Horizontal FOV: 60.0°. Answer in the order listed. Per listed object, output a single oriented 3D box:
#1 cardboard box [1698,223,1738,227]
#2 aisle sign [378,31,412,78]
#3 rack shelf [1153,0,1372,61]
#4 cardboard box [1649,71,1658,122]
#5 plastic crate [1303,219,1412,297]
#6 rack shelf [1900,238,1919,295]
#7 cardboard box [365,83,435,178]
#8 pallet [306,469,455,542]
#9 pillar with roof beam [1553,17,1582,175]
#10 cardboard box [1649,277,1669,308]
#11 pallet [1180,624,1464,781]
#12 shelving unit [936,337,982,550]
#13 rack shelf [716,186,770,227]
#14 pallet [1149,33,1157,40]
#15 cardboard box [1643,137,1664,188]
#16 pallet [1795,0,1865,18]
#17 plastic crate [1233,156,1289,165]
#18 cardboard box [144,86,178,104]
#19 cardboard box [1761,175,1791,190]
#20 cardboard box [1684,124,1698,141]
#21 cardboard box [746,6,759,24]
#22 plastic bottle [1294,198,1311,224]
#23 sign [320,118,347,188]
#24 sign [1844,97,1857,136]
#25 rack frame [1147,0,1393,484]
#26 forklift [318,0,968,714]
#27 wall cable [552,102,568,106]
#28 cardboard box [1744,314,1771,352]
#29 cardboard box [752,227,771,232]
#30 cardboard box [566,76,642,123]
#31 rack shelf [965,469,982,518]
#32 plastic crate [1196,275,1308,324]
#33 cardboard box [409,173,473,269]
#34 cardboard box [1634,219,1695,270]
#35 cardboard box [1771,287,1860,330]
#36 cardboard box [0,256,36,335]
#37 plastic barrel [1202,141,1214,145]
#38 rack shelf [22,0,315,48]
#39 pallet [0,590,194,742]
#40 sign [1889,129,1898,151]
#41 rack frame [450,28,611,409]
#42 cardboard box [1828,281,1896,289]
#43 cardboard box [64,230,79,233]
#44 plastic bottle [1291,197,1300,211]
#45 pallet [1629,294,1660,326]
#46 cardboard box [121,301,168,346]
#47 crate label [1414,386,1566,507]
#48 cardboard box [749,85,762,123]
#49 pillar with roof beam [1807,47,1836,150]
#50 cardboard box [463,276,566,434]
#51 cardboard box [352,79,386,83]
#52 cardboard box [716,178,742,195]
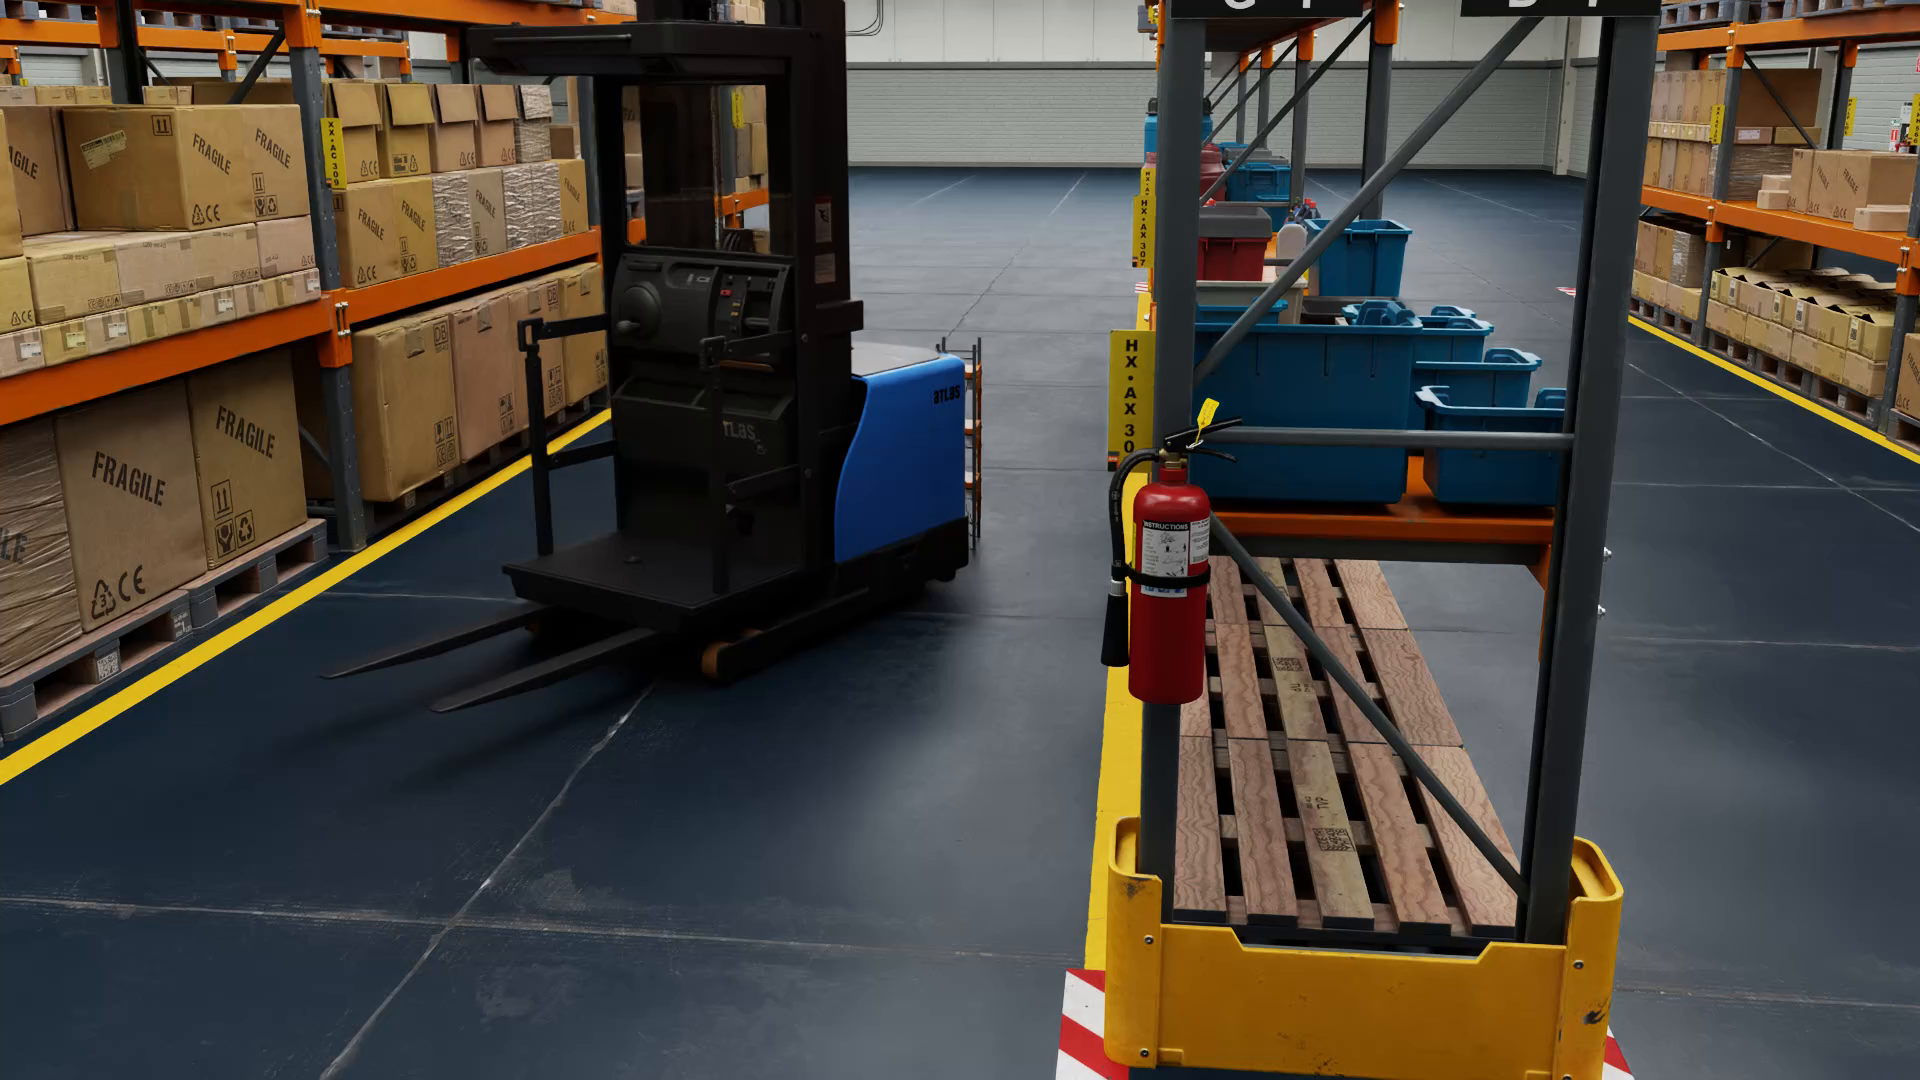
[{"bbox_3d":[7.741,-2.923,16.752,0.500,0.500,0.500,2,15,6],"label":"cardboard box"},{"bbox_3d":[-6.792,-5.953,19.949,0.394,0.787,0.004,2,15,6],"label":"aisle sign"},{"bbox_3d":[1.612,-2.877,9.187,1.077,0.370,4.000,2,15,6],"label":"rack shelf"},{"bbox_3d":[7.536,-4.627,17.349,0.700,0.500,0.500,1,15,5],"label":"cardboard box"},{"bbox_3d":[1.673,-1.148,7.076,0.392,0.384,0.575,2,15,6],"label":"plastic crate"},{"bbox_3d":[6.533,-1.282,9.035,1.077,0.370,4.000,2,15,6],"label":"rack shelf"},{"bbox_3d":[-3.382,-2.280,9.233,0.797,0.503,0.637,2,15,7],"label":"cardboard box"},{"bbox_3d":[-3.523,-0.260,9.218,1.003,0.211,1.213,2,15,6],"label":"pallet"},{"bbox_3d":[12.472,-14.675,45.692,9.100,9.000,0.400,2,15,6],"label":"pillar with roof beam"},{"bbox_3d":[7.154,-2.447,16.429,0.500,0.250,0.500,2,15,6],"label":"cardboard box"},{"bbox_3d":[1.207,0.598,6.047,1.003,0.211,1.213,2,15,6],"label":"pallet"},{"bbox_3d":[-0.006,-0.493,8.474,0.215,1.050,0.252,2,15,6],"label":"shelving unit"},{"bbox_3d":[-2.407,-3.650,17.791,1.077,0.370,4.000,2,15,6],"label":"rack shelf"},{"bbox_3d":[2.550,-5.515,17.927,1.003,0.211,1.213,2,15,6],"label":"pallet"},{"bbox_3d":[7.480,-3.886,17.094,0.700,0.500,0.500,2,15,7],"label":"cardboard box"},{"bbox_3d":[6.870,-3.974,12.227,1.003,0.211,1.213,2,15,9],"label":"pallet"},{"bbox_3d":[2.324,-2.736,12.911,0.402,0.464,0.583,2,15,6],"label":"plastic crate"},{"bbox_3d":[-7.655,-3.919,15.302,0.700,0.500,0.500,1,15,5],"label":"cardboard box"},{"bbox_3d":[7.198,-2.984,14.239,0.500,0.250,0.500,3,15,10],"label":"cardboard box"},{"bbox_3d":[7.145,-3.888,15.859,0.380,0.149,0.250,2,15,6],"label":"cardboard box"},{"bbox_3d":[-2.272,-5.101,16.319,0.500,0.250,0.500,2,15,6],"label":"cardboard box"},{"bbox_3d":[2.028,-1.817,9.731,0.144,0.351,0.185,2,15,6],"label":"plastic bottle"},{"bbox_3d":[-2.983,-1.844,7.924,0.100,0.325,0.005,2,15,6],"label":"sign"},{"bbox_3d":[7.751,-3.693,14.506,0.100,0.325,0.005,2,15,6],"label":"sign"},{"bbox_3d":[1.386,-1.258,7.566,1.000,3.000,0.127,2,15,6],"label":"rack frame"},{"bbox_3d":[-1.199,-0.991,6.712,1.130,2.935,3.031,10,18,33],"label":"forklift"},{"bbox_3d":[-12.903,-14.702,51.742,3.097,2.526,0.112,2,15,6],"label":"wall cable"},{"bbox_3d":[6.804,-1.697,13.654,0.500,0.250,0.500,1,15,5],"label":"cardboard box"},{"bbox_3d":[-2.268,-3.350,19.290,0.500,0.500,0.500,5,16,17],"label":"cardboard box"},{"bbox_3d":[-2.861,-3.769,14.899,1.000,1.000,1.000,2,15,7],"label":"cardboard box"},{"bbox_3d":[-0.006,-0.214,8.549,0.215,0.259,0.240,2,15,6],"label":"rack shelf"},{"bbox_3d":[1.031,-0.839,6.129,0.437,0.282,0.530,2,15,6],"label":"plastic crate"},{"bbox_3d":[-3.122,-1.824,9.469,0.500,0.500,0.500,1,15,5],"label":"cardboard box"},{"bbox_3d":[7.282,-3.068,17.289,0.500,0.500,0.500,2,15,6],"label":"cardboard box"},{"bbox_3d":[6.744,-1.833,13.084,0.500,0.311,0.500,2,15,8],"label":"cardboard box"},{"bbox_3d":[-3.552,-0.819,5.662,0.500,0.250,0.500,1,15,4],"label":"cardboard box"},{"bbox_3d":[1.963,-3.156,14.328,0.433,0.535,0.433,0,15,0],"label":"plastic barrel"},{"bbox_3d":[-3.761,-1.985,5.890,1.077,0.370,4.000,2,15,6],"label":"rack shelf"},{"bbox_3d":[-3.834,0.455,6.576,1.003,0.211,1.213,2,15,6],"label":"pallet"},{"bbox_3d":[14.523,-6.225,25.867,0.001,0.329,0.234,2,15,6],"label":"sign"},{"bbox_3d":[-3.084,-2.441,11.943,1.000,3.000,0.127,2,15,6],"label":"rack frame"},{"bbox_3d":[7.338,-1.954,13.530,0.500,0.311,0.500,2,15,6],"label":"cardboard box"},{"bbox_3d":[-3.909,-1.232,7.188,0.500,0.250,0.500,2,15,6],"label":"cardboard box"},{"bbox_3d":[2.216,-2.121,10.984,0.061,0.283,0.133,2,15,6],"label":"plastic bottle"},{"bbox_3d":[7.477,-2.362,16.992,1.003,0.211,1.213,2,15,6],"label":"pallet"},{"bbox_3d":[-3.389,-0.860,6.578,0.380,0.149,0.250,1,15,5],"label":"cardboard box"},{"bbox_3d":[1.290,-0.223,3.945,0.416,0.233,0.303,2,15,6],"label":"crate label"},{"bbox_3d":[-2.274,-4.392,16.481,0.500,0.500,0.500,2,15,6],"label":"cardboard box"},{"bbox_3d":[10.441,-10.006,28.427,9.100,9.000,0.400,2,15,6],"label":"pillar with roof beam"},{"bbox_3d":[-3.290,-1.209,10.651,1.225,0.875,0.875,2,15,6],"label":"cardboard box"},{"bbox_3d":[-7.149,-5.041,19.203,0.875,0.550,0.550,2,15,6],"label":"cardboard box"},{"bbox_3d":[-2.309,-3.404,15.985,0.380,0.149,0.250,2,15,6],"label":"cardboard box"}]
